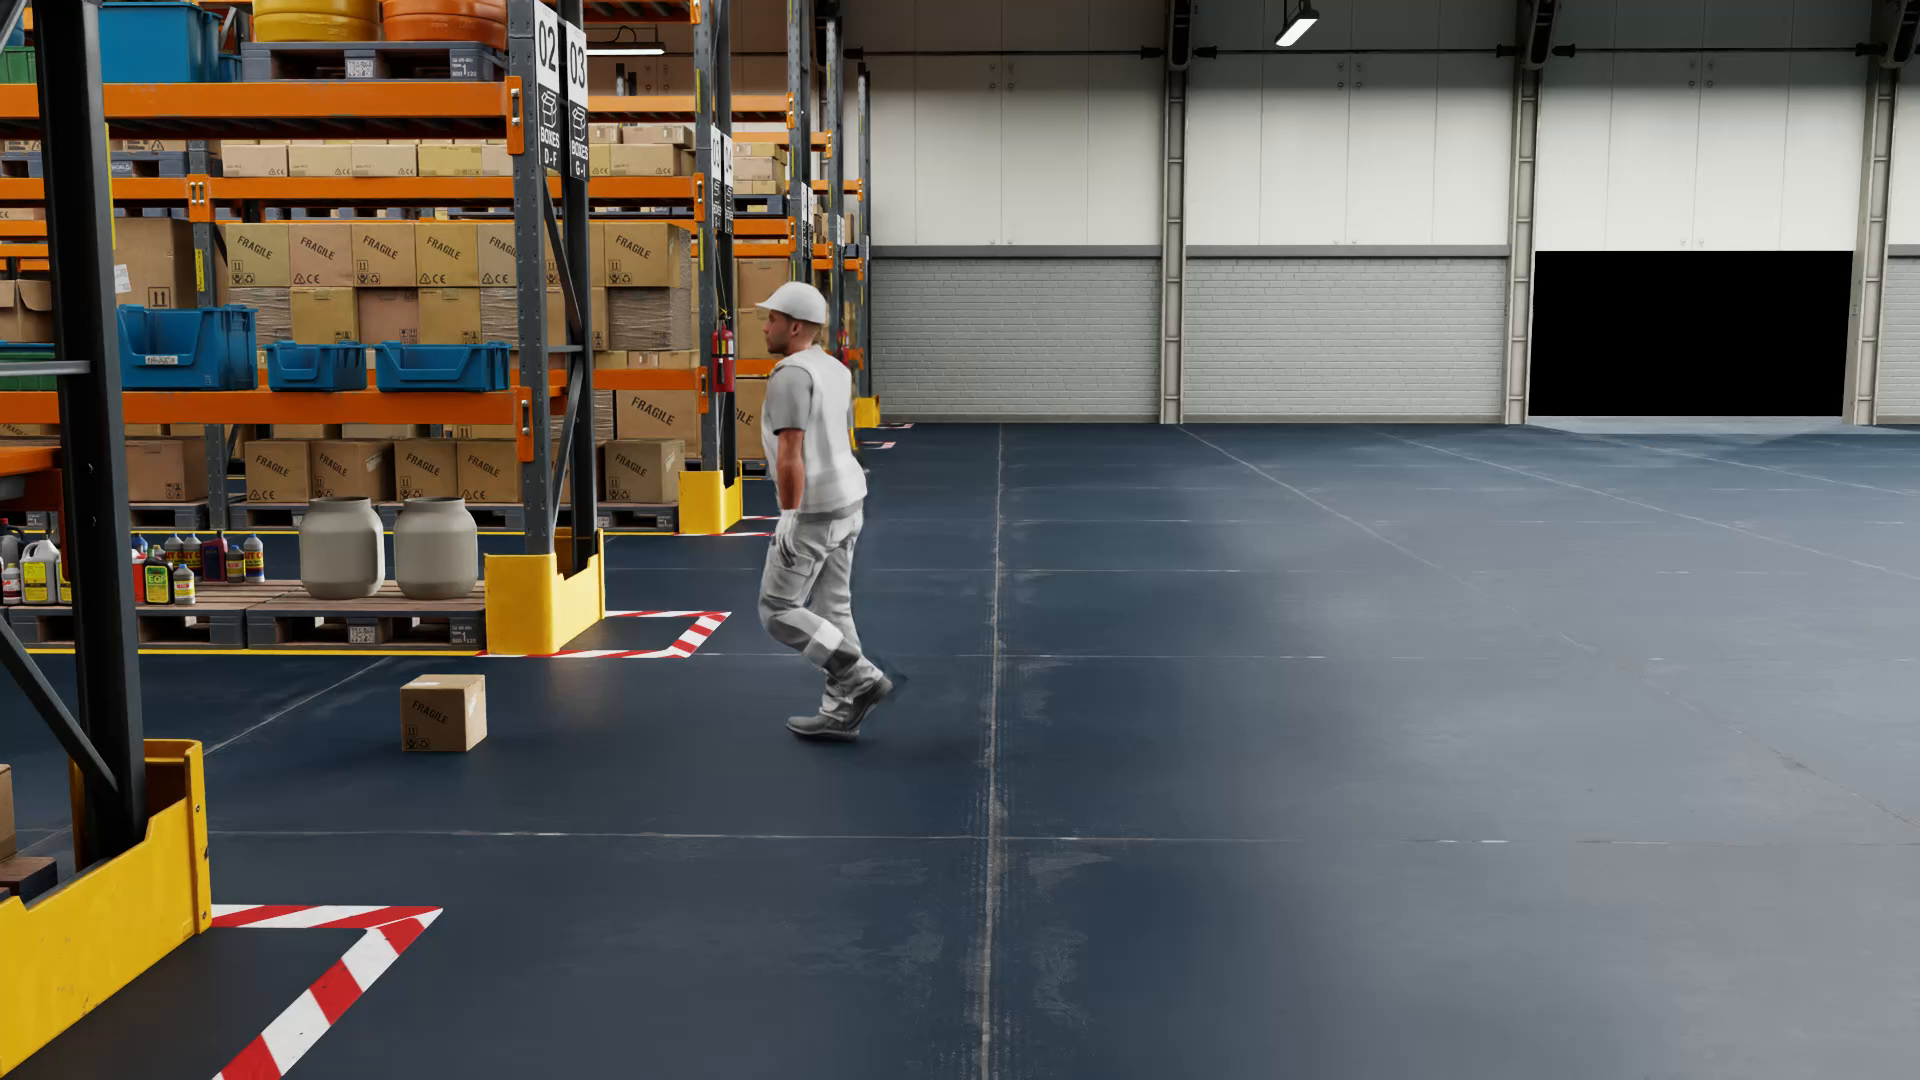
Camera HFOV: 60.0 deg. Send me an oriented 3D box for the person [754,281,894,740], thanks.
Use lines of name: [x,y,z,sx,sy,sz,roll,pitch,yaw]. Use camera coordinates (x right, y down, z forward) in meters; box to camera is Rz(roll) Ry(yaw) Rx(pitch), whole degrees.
person: [-0.516,-0.094,6.352,0.542,1.771,0.597,2,7,17]
